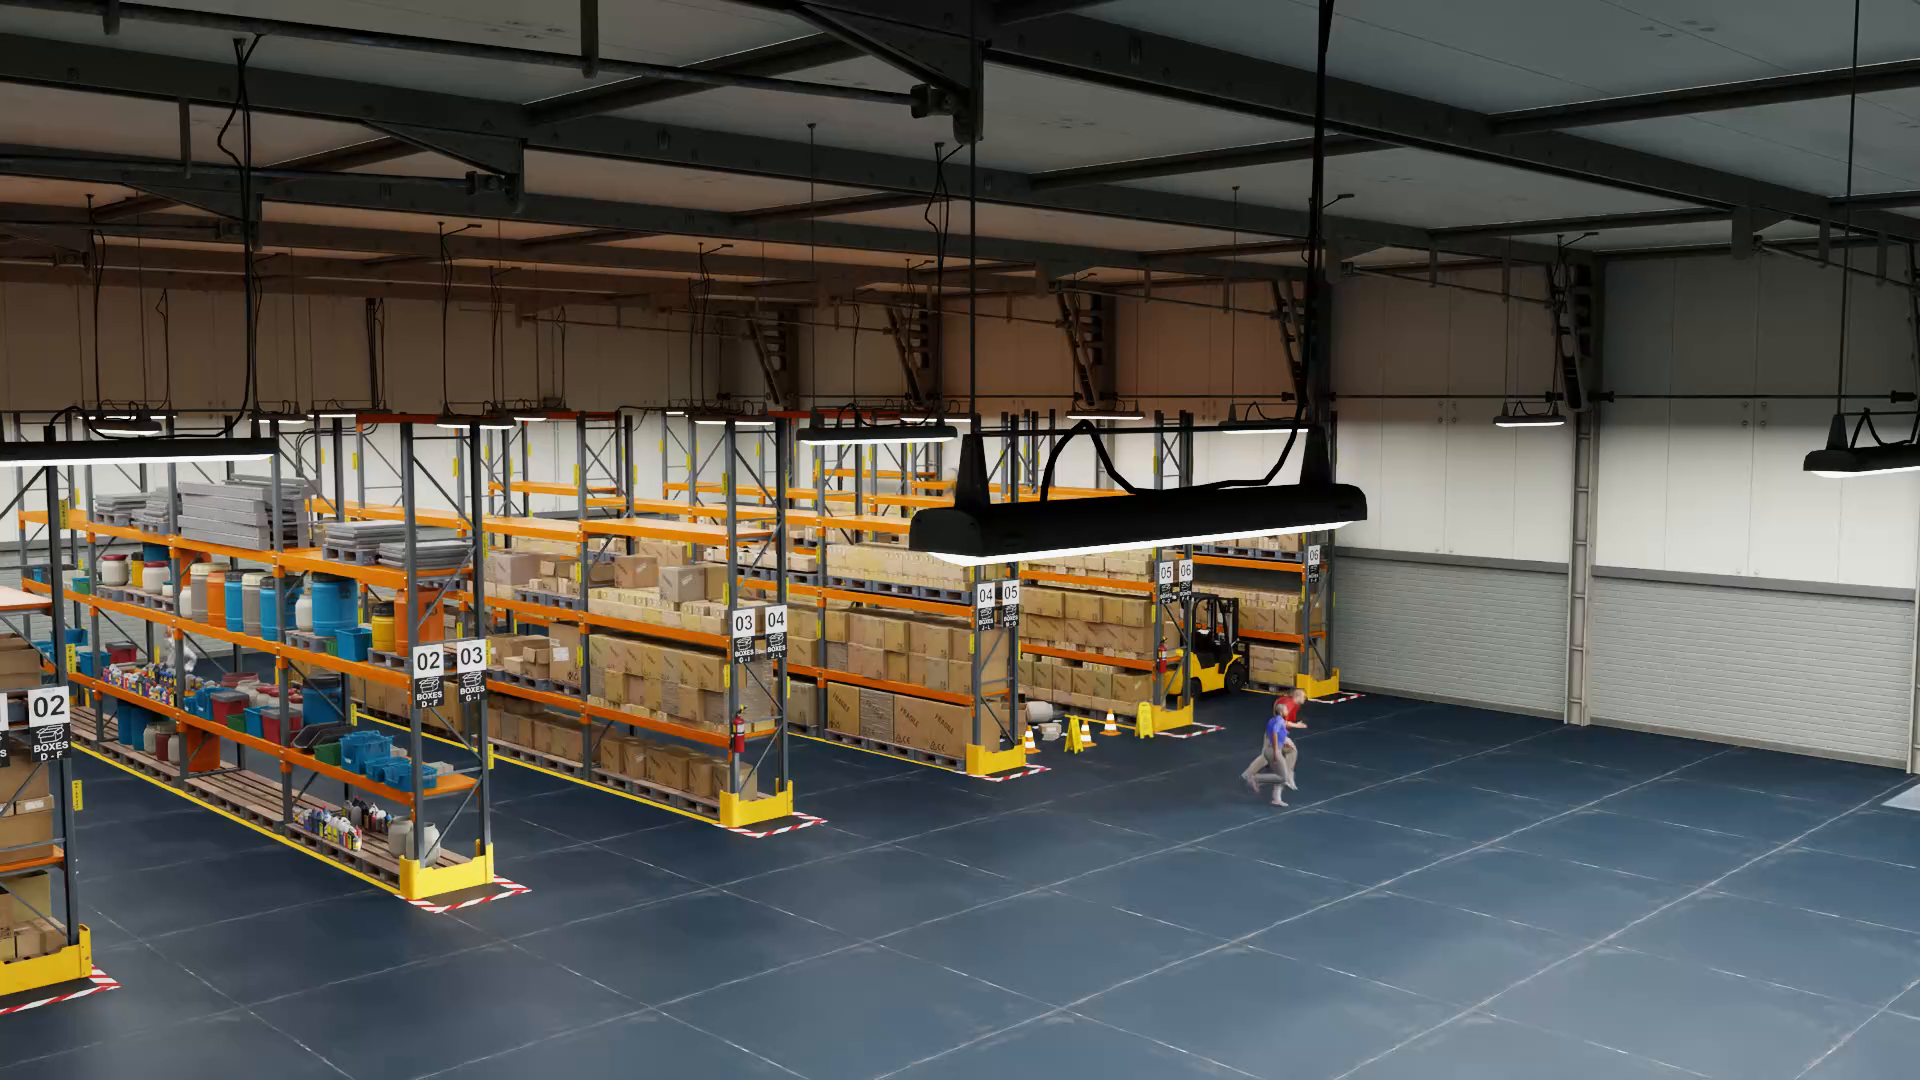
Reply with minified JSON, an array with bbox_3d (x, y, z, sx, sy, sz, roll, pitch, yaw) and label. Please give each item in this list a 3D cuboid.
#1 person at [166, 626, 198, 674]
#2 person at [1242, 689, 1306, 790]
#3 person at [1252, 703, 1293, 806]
[{"bbox_3d":[-16.900,2.343,35.890,0.951,1.761,0.647,-3,6,-28],"label":"person"},{"bbox_3d":[5.068,3.225,26.827,1.016,1.696,0.707,1,5,13],"label":"person"},{"bbox_3d":[4.833,3.325,25.687,0.672,1.615,0.607,0,5,-4],"label":"person"}]
